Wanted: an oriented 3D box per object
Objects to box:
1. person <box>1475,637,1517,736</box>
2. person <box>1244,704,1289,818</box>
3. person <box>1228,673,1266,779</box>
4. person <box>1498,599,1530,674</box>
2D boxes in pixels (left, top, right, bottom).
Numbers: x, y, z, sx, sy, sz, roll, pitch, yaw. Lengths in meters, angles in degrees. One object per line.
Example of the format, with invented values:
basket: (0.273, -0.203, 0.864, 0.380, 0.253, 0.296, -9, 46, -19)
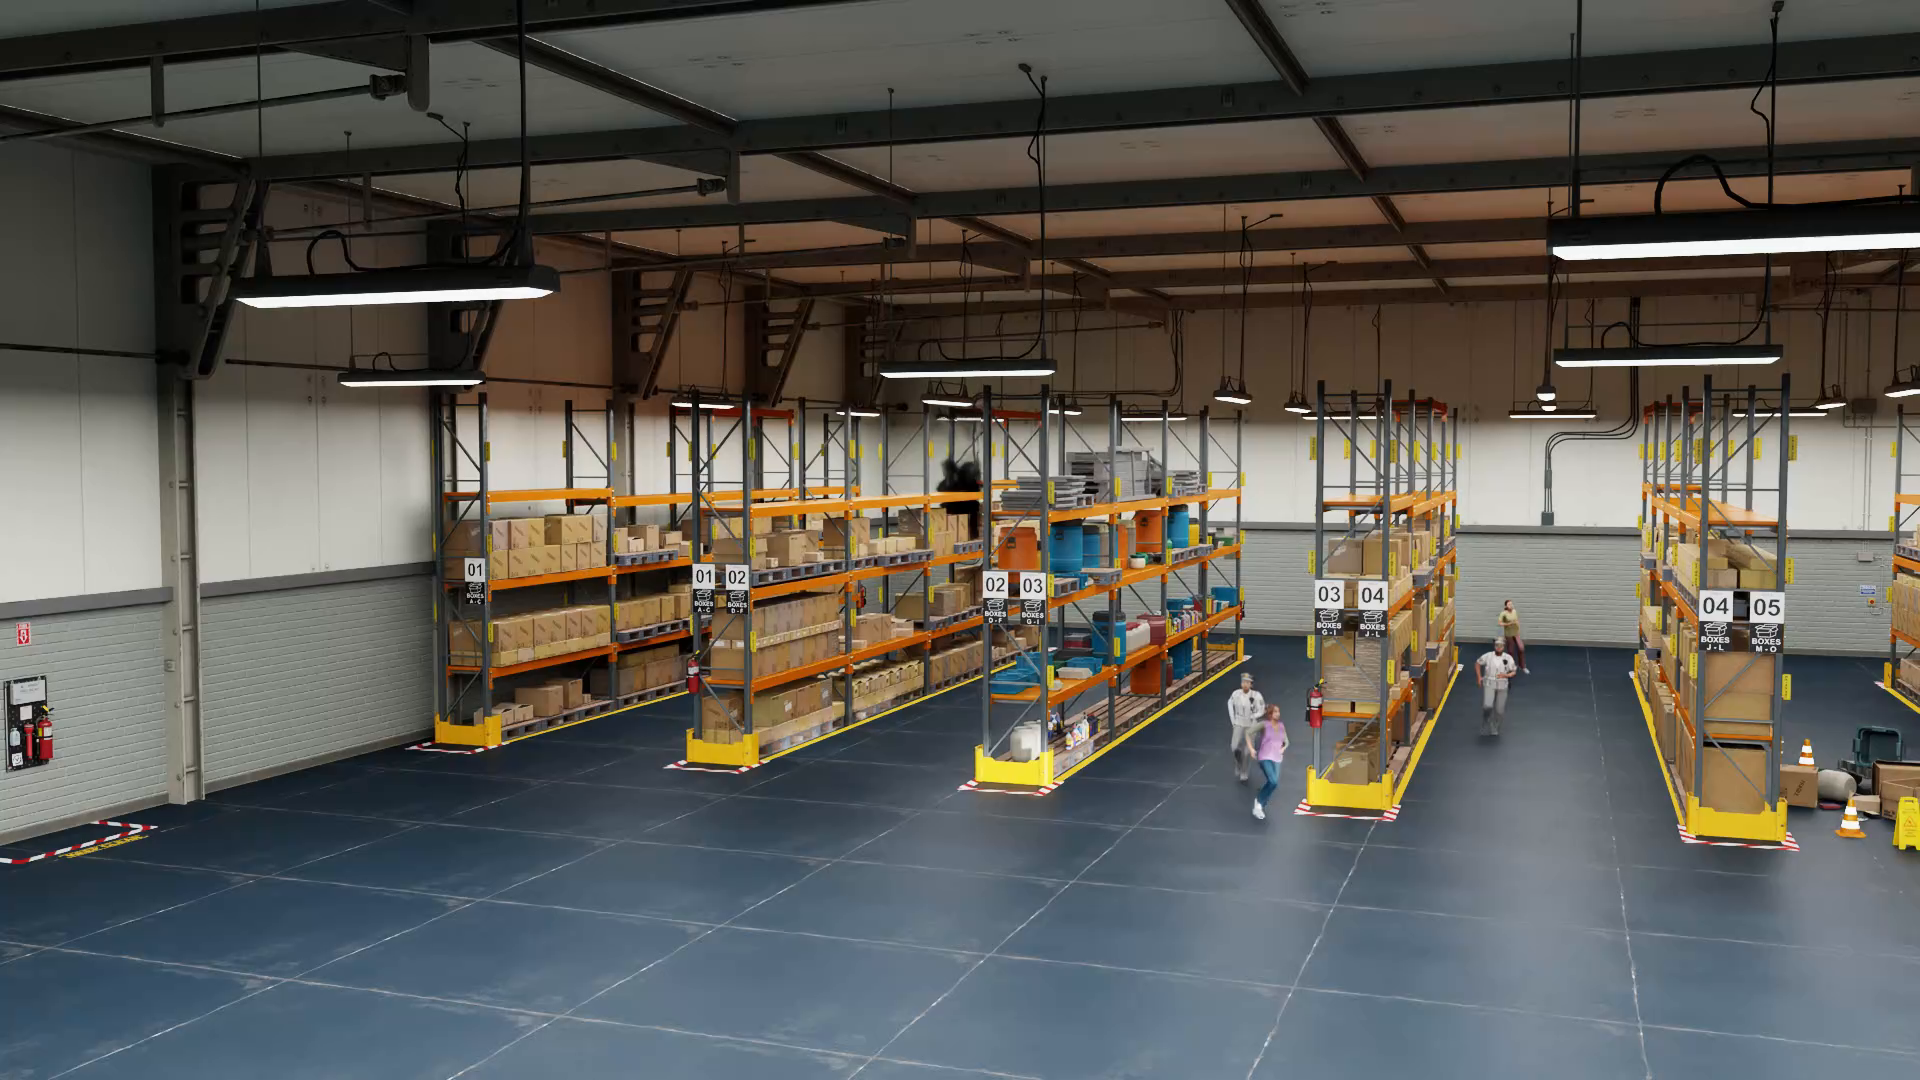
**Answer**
person: (9.418, 2.572, 29.198, 0.668, 1.743, 0.614, 1, 3, 11)
person: (4.238, 3.061, 22.672, 0.557, 1.465, 0.539, -2, 3, -29)
person: (4.322, 2.825, 25.178, 0.613, 1.651, 0.611, 1, 3, 20)
person: (12.487, 2.179, 37.753, 0.647, 1.684, 0.803, 0, 3, -6)
